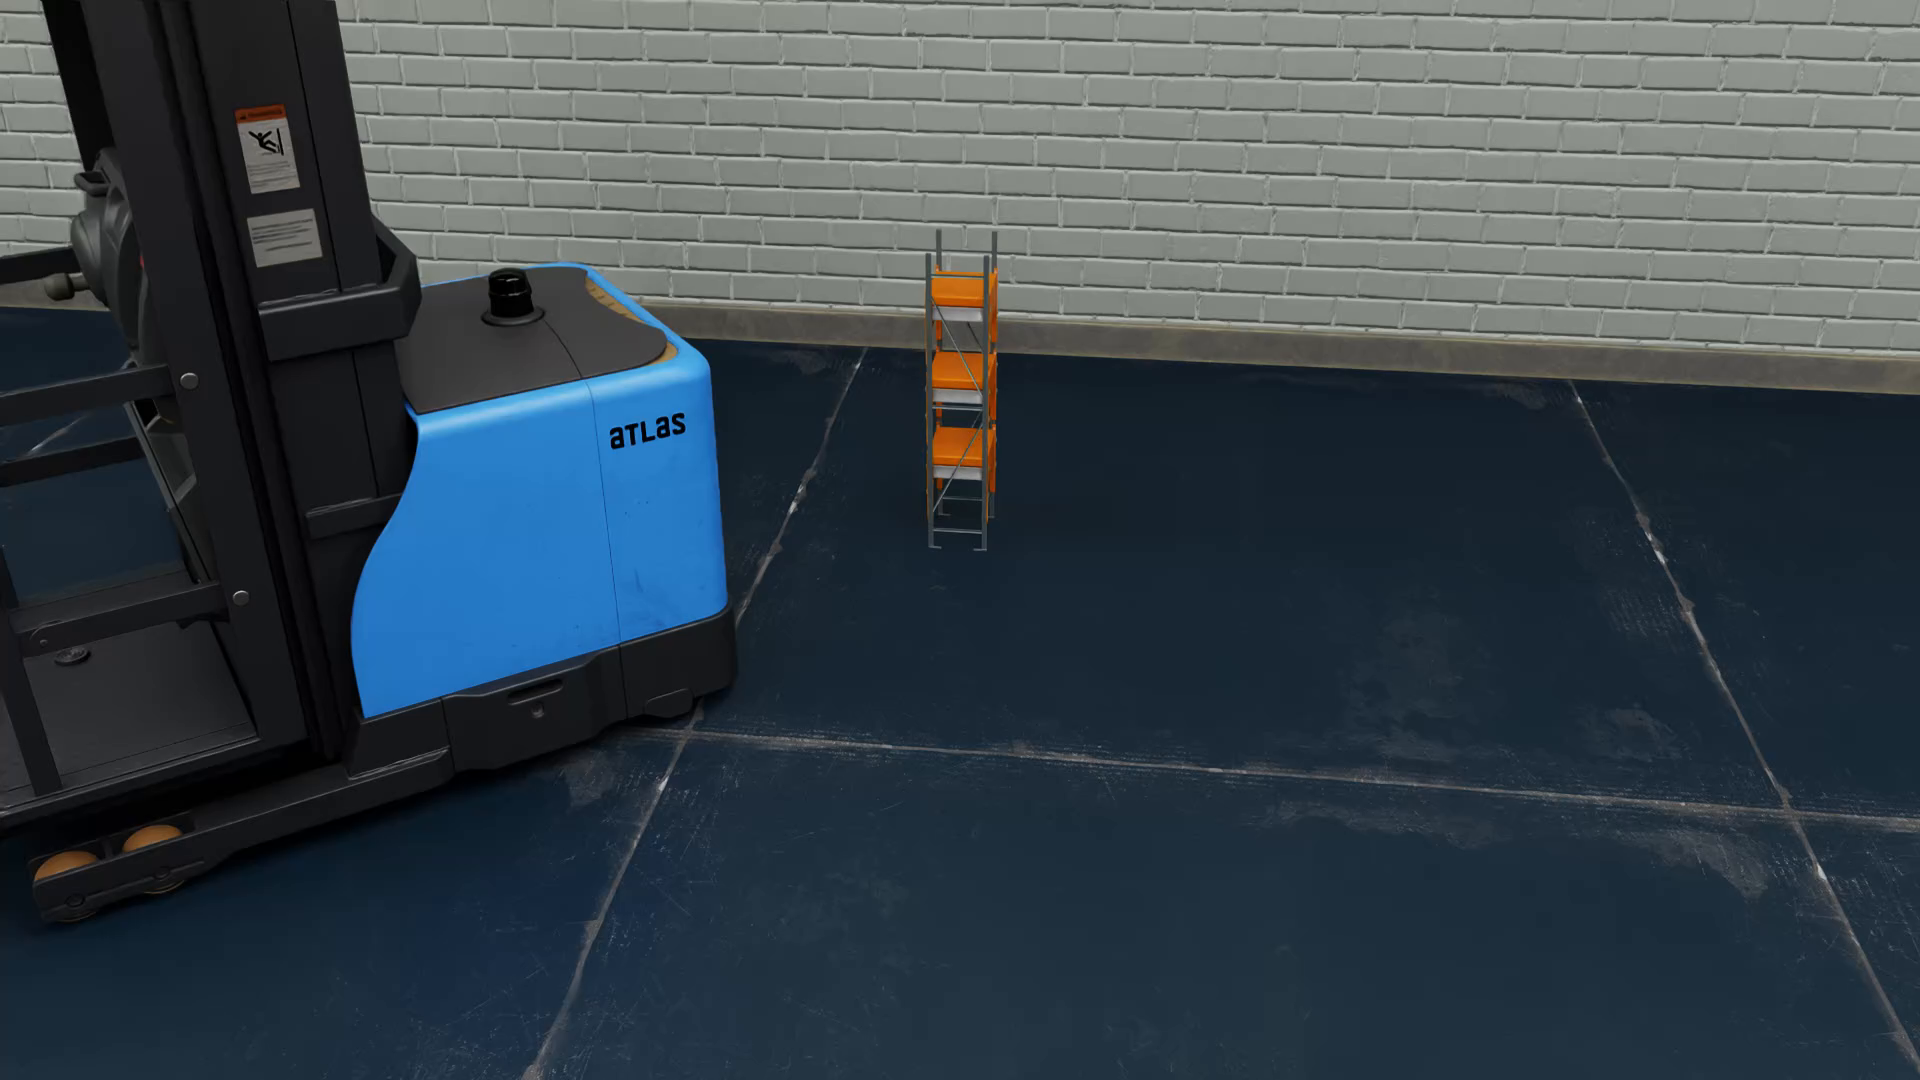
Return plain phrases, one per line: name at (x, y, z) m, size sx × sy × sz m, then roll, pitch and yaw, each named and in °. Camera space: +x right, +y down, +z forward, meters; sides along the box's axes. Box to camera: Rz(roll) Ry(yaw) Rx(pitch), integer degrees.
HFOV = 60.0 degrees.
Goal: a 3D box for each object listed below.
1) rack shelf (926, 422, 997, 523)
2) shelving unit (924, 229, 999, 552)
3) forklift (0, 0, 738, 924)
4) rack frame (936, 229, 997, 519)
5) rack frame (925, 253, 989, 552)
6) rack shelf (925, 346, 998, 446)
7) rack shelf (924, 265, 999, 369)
rack shelf at (0.007, -0.233, 5.685) m, size 0.215 × 0.259 × 0.240 m, roll 3°, pitch 28°, yaw 6°
shelving unit at (0.007, -0.487, 5.548) m, size 0.215 × 1.050 × 0.252 m, roll 3°, pitch 28°, yaw 6°
forklift at (-2.174, -0.652, 3.871) m, size 3.031 × 2.935 × 1.130 m, roll -16°, pitch 32°, yaw -28°
rack frame at (0.022, -0.545, 5.654) m, size 0.200 × 1.050 × 0.008 m, roll 3°, pitch 28°, yaw 6°
rack frame at (-0.008, -0.430, 5.441) m, size 0.200 × 1.050 × 0.008 m, roll 3°, pitch 28°, yaw 6°
rack shelf at (0.007, -0.478, 5.553) m, size 0.215 × 0.259 × 0.240 m, roll 3°, pitch 28°, yaw 6°
rack shelf at (0.007, -0.728, 5.418) m, size 0.215 × 0.259 × 0.240 m, roll 3°, pitch 28°, yaw 6°
